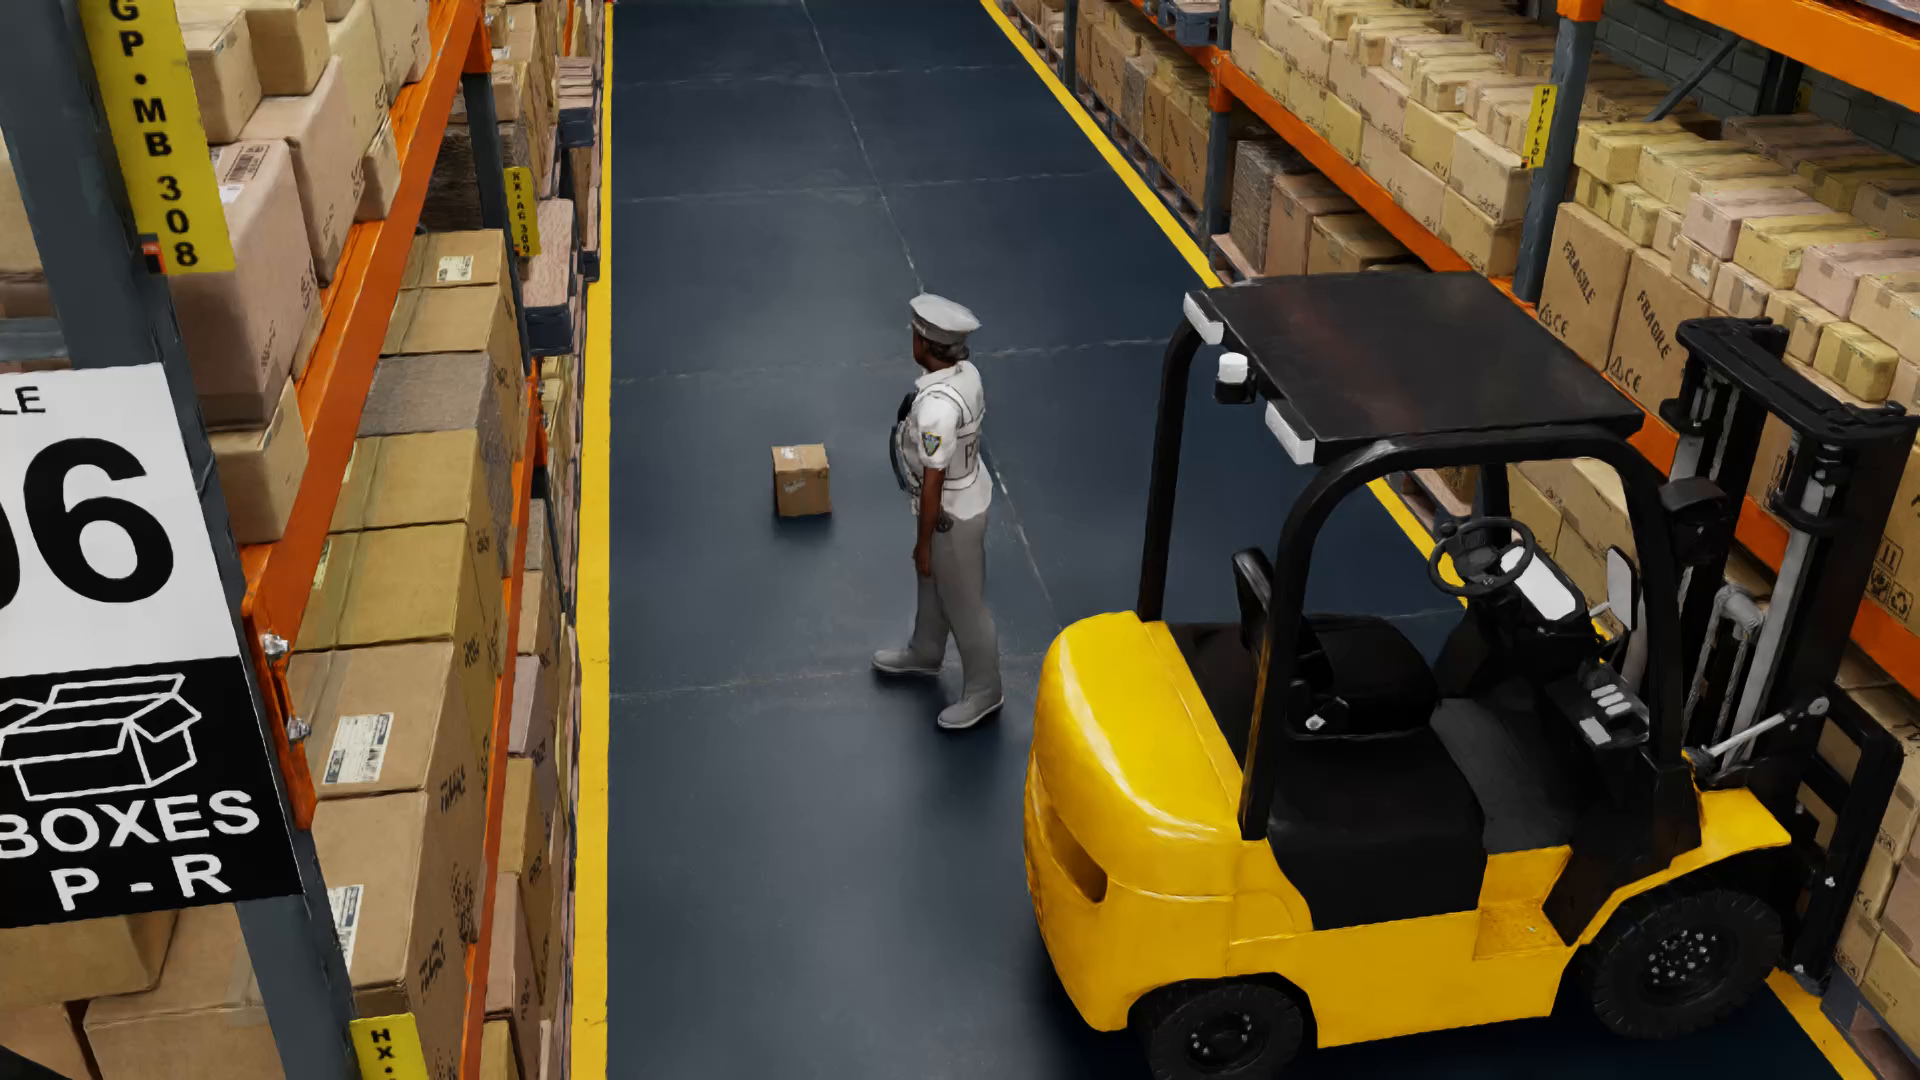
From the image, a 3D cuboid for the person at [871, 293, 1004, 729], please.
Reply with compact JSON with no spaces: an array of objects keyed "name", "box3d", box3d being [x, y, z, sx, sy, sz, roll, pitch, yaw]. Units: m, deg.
[{"name":"person","box3d":[-0.095,-0.126,6.288,0.557,1.668,0.580,3,31,5]}]
